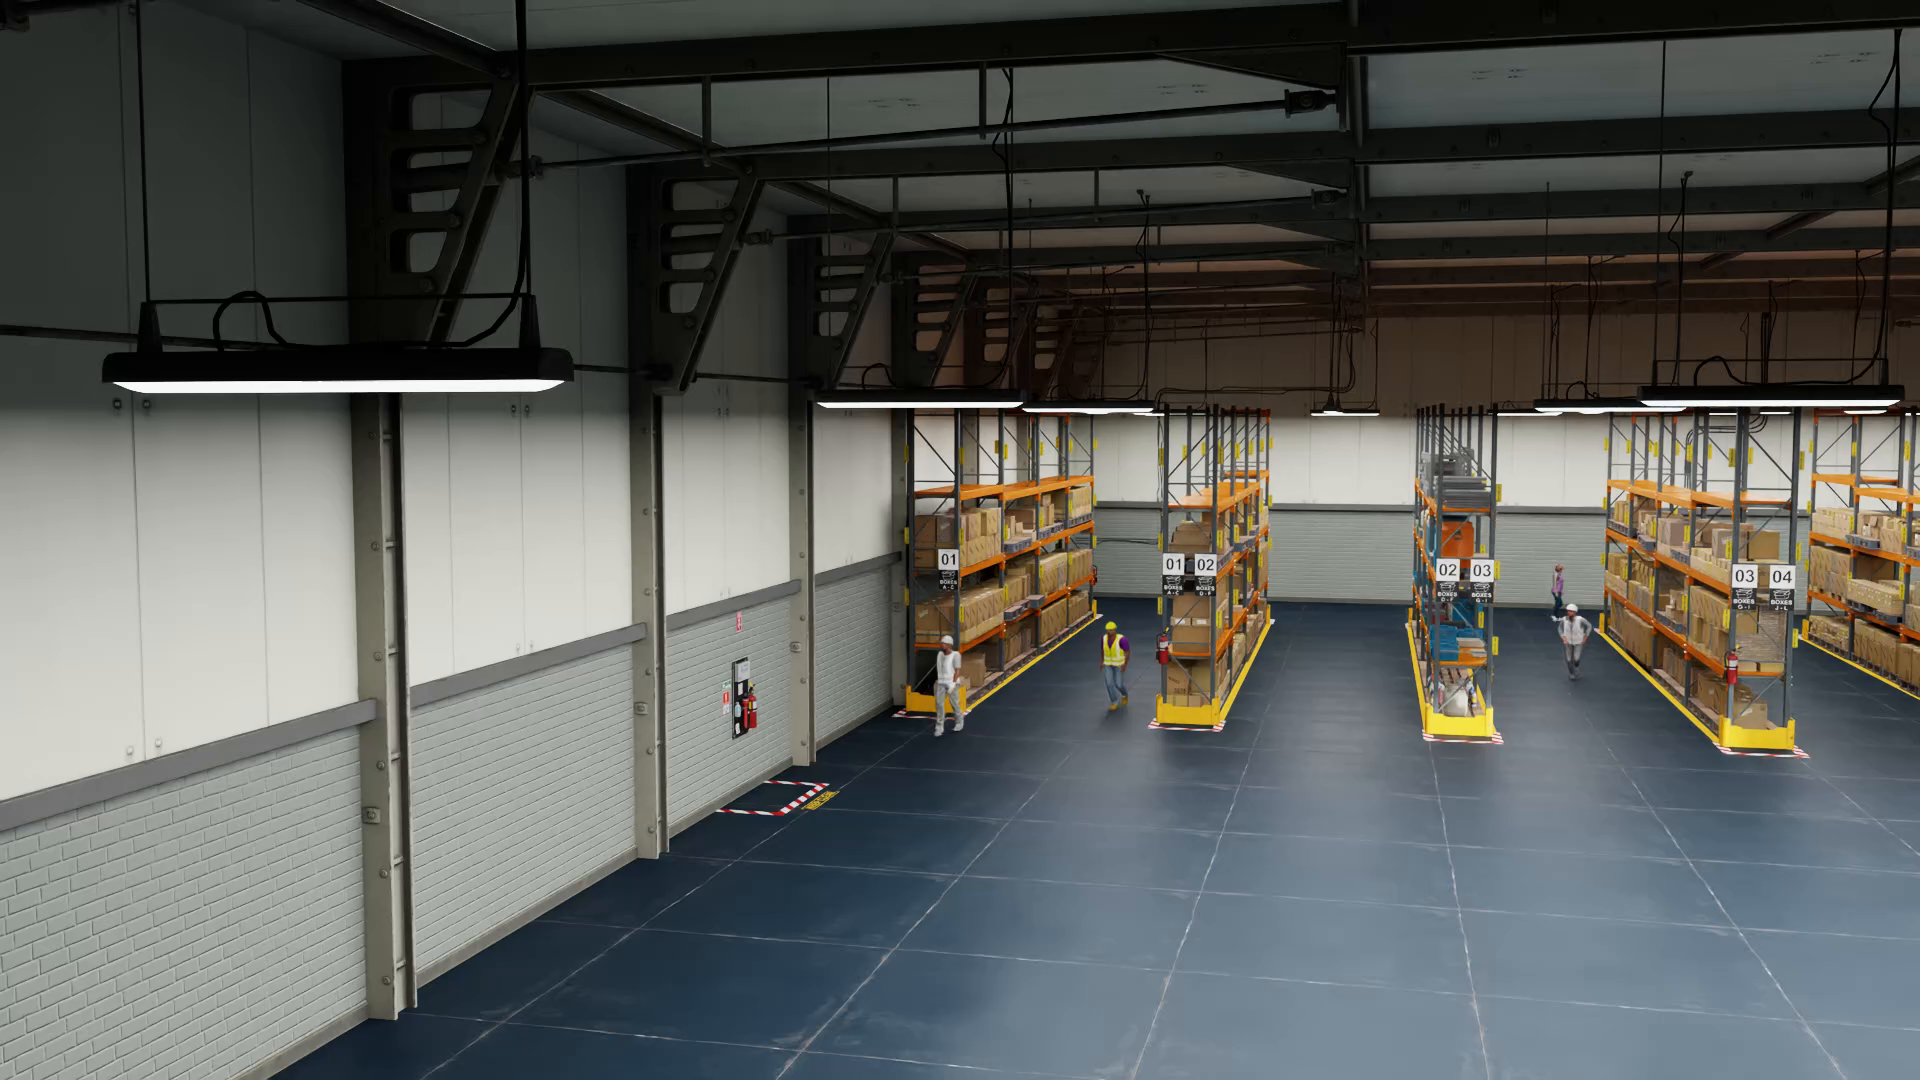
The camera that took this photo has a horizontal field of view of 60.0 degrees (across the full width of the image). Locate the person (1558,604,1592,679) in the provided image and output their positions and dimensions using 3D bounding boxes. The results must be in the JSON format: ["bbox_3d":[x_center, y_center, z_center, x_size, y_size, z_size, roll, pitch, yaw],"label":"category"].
[{"bbox_3d":[13.489,2.227,36.482,0.708,1.683,0.706,2,5,26],"label":"person"}]

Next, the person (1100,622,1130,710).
[{"bbox_3d":[3.078,2.465,32.865,0.636,1.740,0.677,2,5,27],"label":"person"}]

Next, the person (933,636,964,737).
[{"bbox_3d":[-0.243,2.651,30.239,0.582,1.823,0.758,3,5,36],"label":"person"}]

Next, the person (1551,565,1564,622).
[{"bbox_3d":[16.897,1.506,46.999,0.355,1.627,0.478,3,5,34],"label":"person"}]
